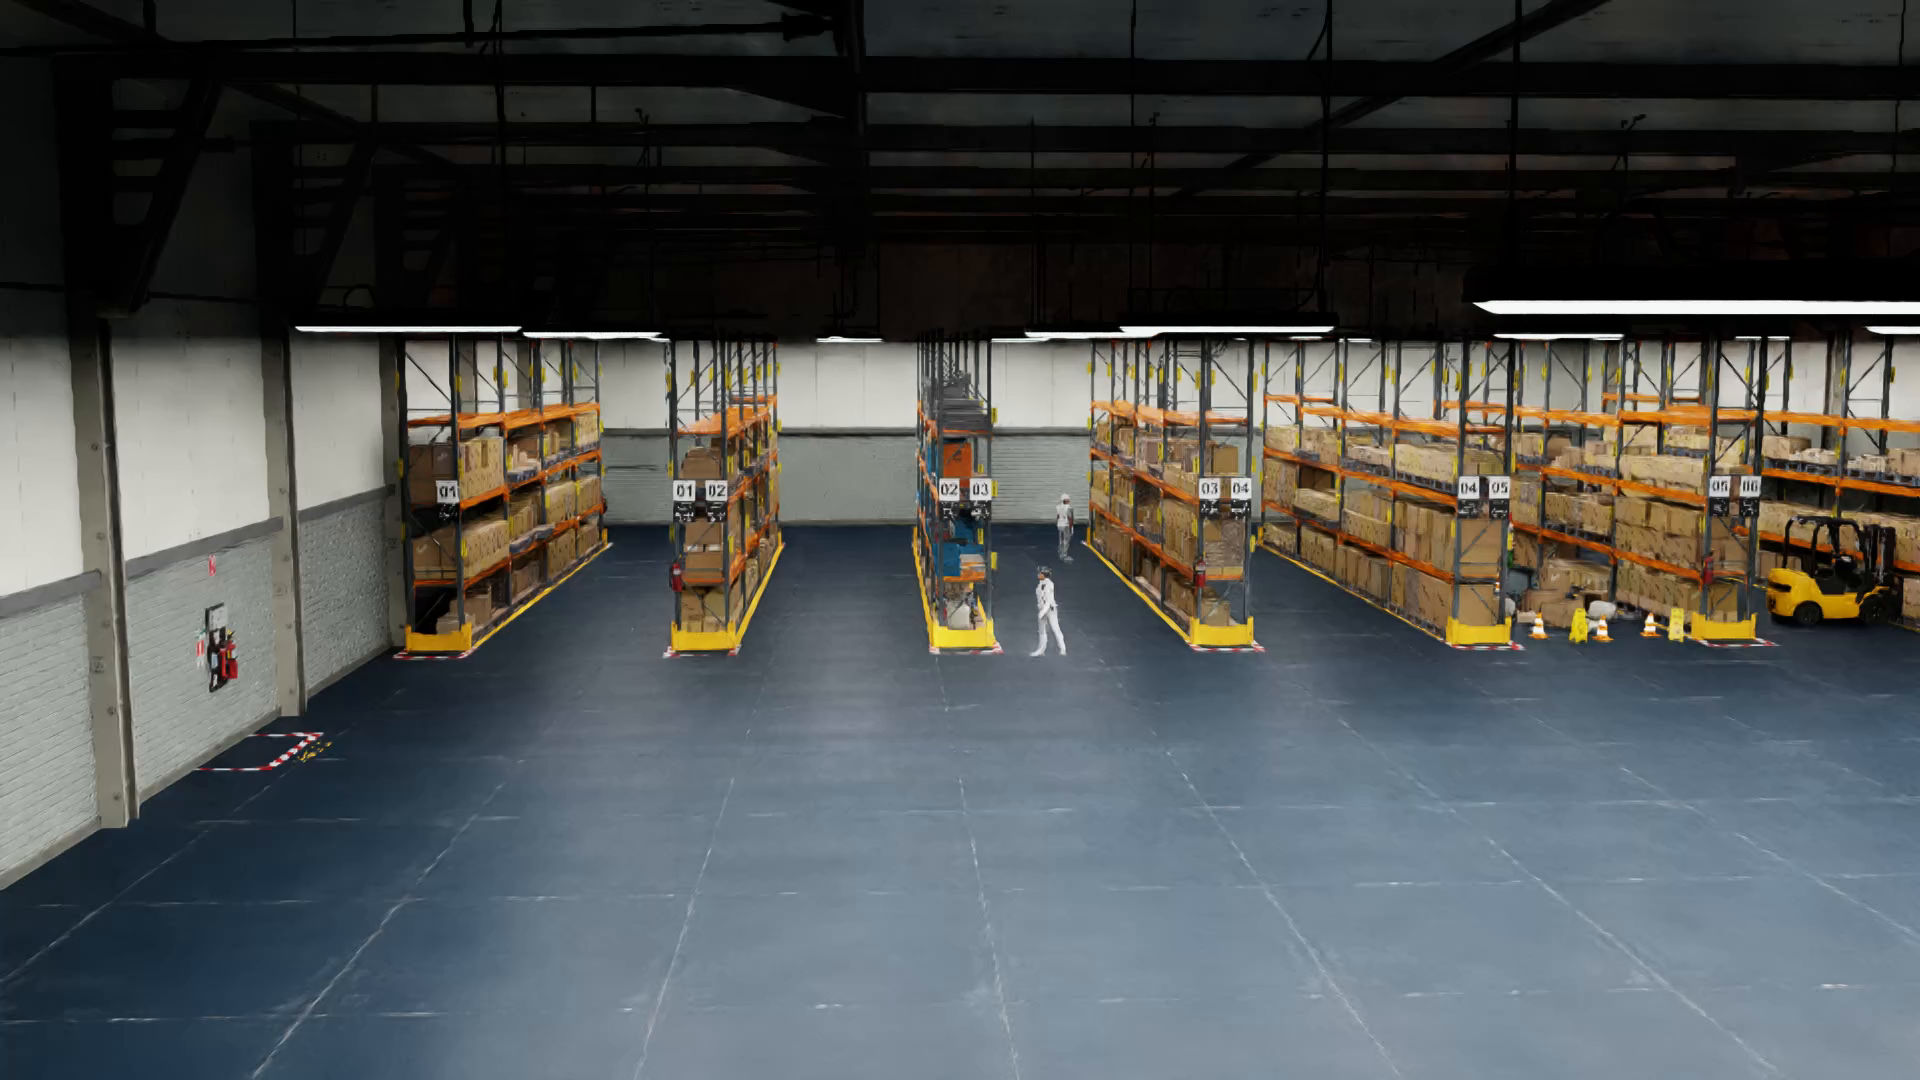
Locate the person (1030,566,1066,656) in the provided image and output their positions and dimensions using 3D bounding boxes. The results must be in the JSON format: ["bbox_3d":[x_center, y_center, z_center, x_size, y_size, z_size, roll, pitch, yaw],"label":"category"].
[{"bbox_3d":[1.634,1.296,30.634,0.683,1.659,0.498,-4,8,-30],"label":"person"}]

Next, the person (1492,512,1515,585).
[{"bbox_3d":[12.770,0.231,38.989,0.574,1.785,0.524,3,7,22],"label":"person"}]

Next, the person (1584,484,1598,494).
[{"bbox_3d":[18.822,-0.929,49.545,0.551,1.505,0.608,-5,9,-38],"label":"person"}]

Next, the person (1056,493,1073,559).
[{"bbox_3d":[2.774,-0.369,43.789,0.356,1.724,0.575,-4,8,-34],"label":"person"}]
